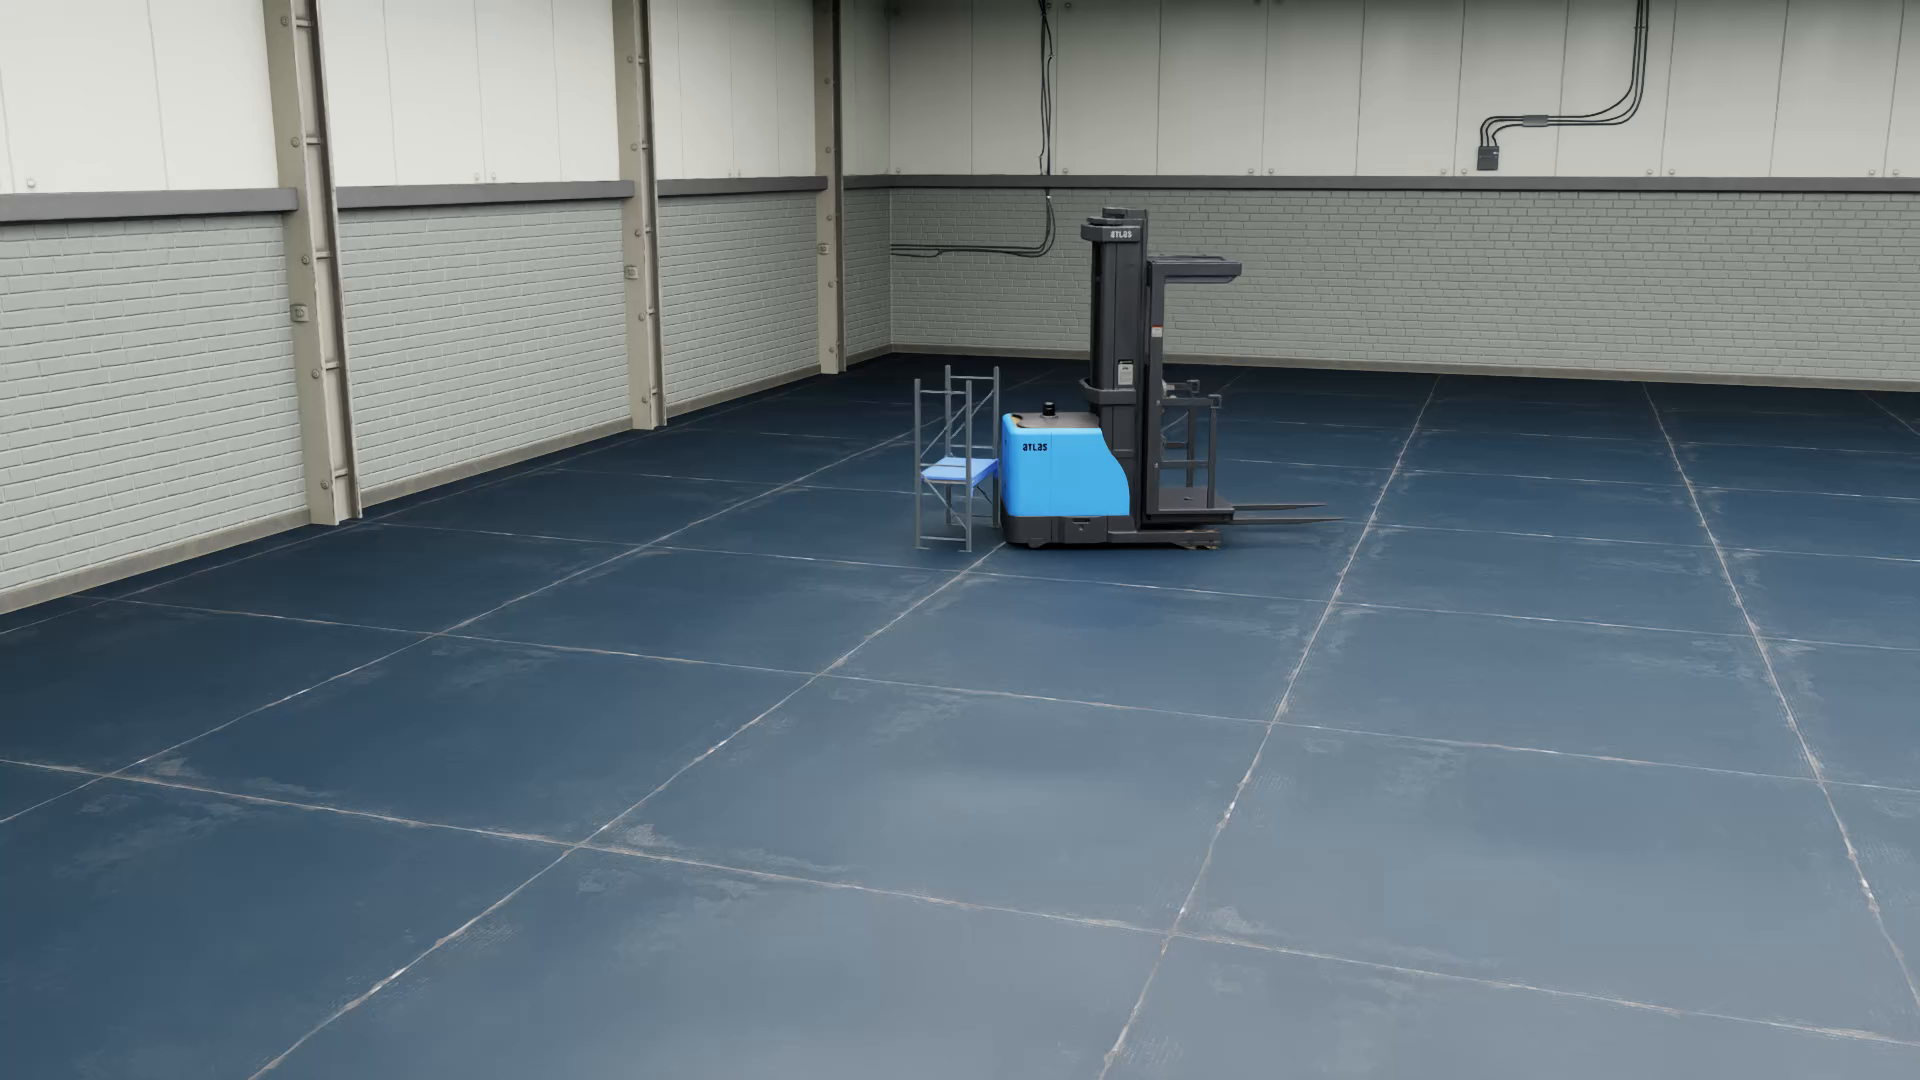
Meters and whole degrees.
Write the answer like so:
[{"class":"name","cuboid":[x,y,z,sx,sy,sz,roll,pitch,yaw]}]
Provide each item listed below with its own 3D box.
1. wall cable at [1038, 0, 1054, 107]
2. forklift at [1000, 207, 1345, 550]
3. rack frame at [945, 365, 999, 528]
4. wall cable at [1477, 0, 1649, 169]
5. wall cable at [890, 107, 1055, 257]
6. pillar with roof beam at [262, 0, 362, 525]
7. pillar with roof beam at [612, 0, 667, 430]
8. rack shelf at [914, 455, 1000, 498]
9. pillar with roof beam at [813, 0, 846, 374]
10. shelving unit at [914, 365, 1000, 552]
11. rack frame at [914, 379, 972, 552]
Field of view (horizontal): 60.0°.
[{"class":"wall cable","cuboid":[2.707,-8.383,27.123,3.097,2.526,0.112,4,14,18]},{"class":"forklift","cuboid":[1.908,-1.462,14.807,3.031,2.935,1.130,-1,13,-3]},{"class":"rack frame","cuboid":[0.111,-0.859,15.382,0.500,1.500,0.032,3,13,14]},{"class":"wall cable","cuboid":[9.125,-8.601,24.805,2.305,6.003,0.169,4,14,18]},{"class":"wall cable","cuboid":[0.147,-6.116,28.538,3.097,2.526,0.112,4,14,18]},{"class":"pillar with roof beam","cuboid":[-1.866,-4.268,13.464,9.100,9.000,0.400,4,14,18]},{"class":"pillar with roof beam","cuboid":[0.075,-5.531,18.999,9.100,9.000,0.400,4,14,18]},{"class":"rack shelf","cuboid":[-0.018,-0.574,14.942,0.538,0.185,1.000,3,13,14]},{"class":"pillar with roof beam","cuboid":[2.016,-6.795,24.534,9.100,9.000,0.400,4,14,18]},{"class":"shelving unit","cuboid":[-0.018,-0.750,14.902,0.538,1.500,1.048,3,13,14]},{"class":"rack frame","cuboid":[-0.147,-0.640,14.423,0.500,1.500,0.032,3,13,14]}]
